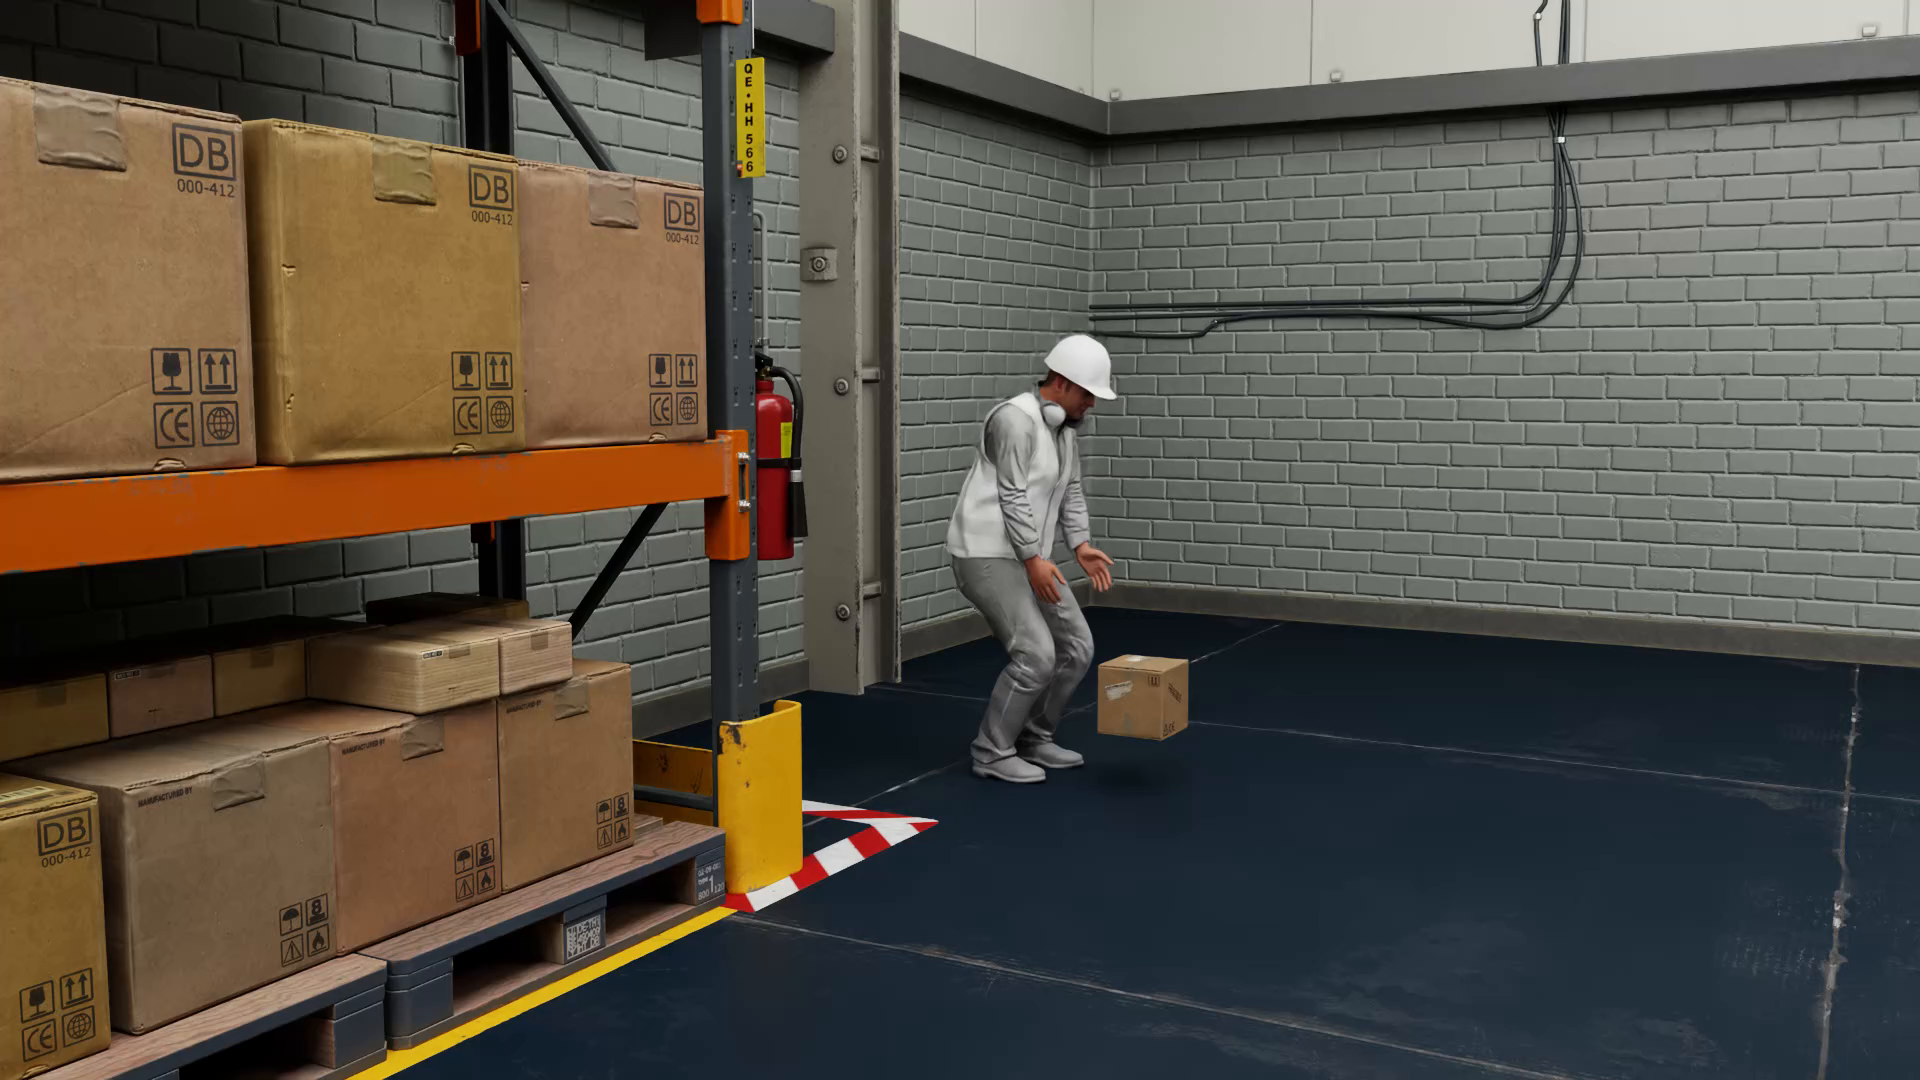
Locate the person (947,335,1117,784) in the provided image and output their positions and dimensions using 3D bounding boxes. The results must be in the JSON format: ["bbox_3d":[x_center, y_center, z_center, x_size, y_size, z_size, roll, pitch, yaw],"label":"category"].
[{"bbox_3d":[0.281,0.059,6.177,0.604,1.628,0.581,3,7,29],"label":"person"}]
